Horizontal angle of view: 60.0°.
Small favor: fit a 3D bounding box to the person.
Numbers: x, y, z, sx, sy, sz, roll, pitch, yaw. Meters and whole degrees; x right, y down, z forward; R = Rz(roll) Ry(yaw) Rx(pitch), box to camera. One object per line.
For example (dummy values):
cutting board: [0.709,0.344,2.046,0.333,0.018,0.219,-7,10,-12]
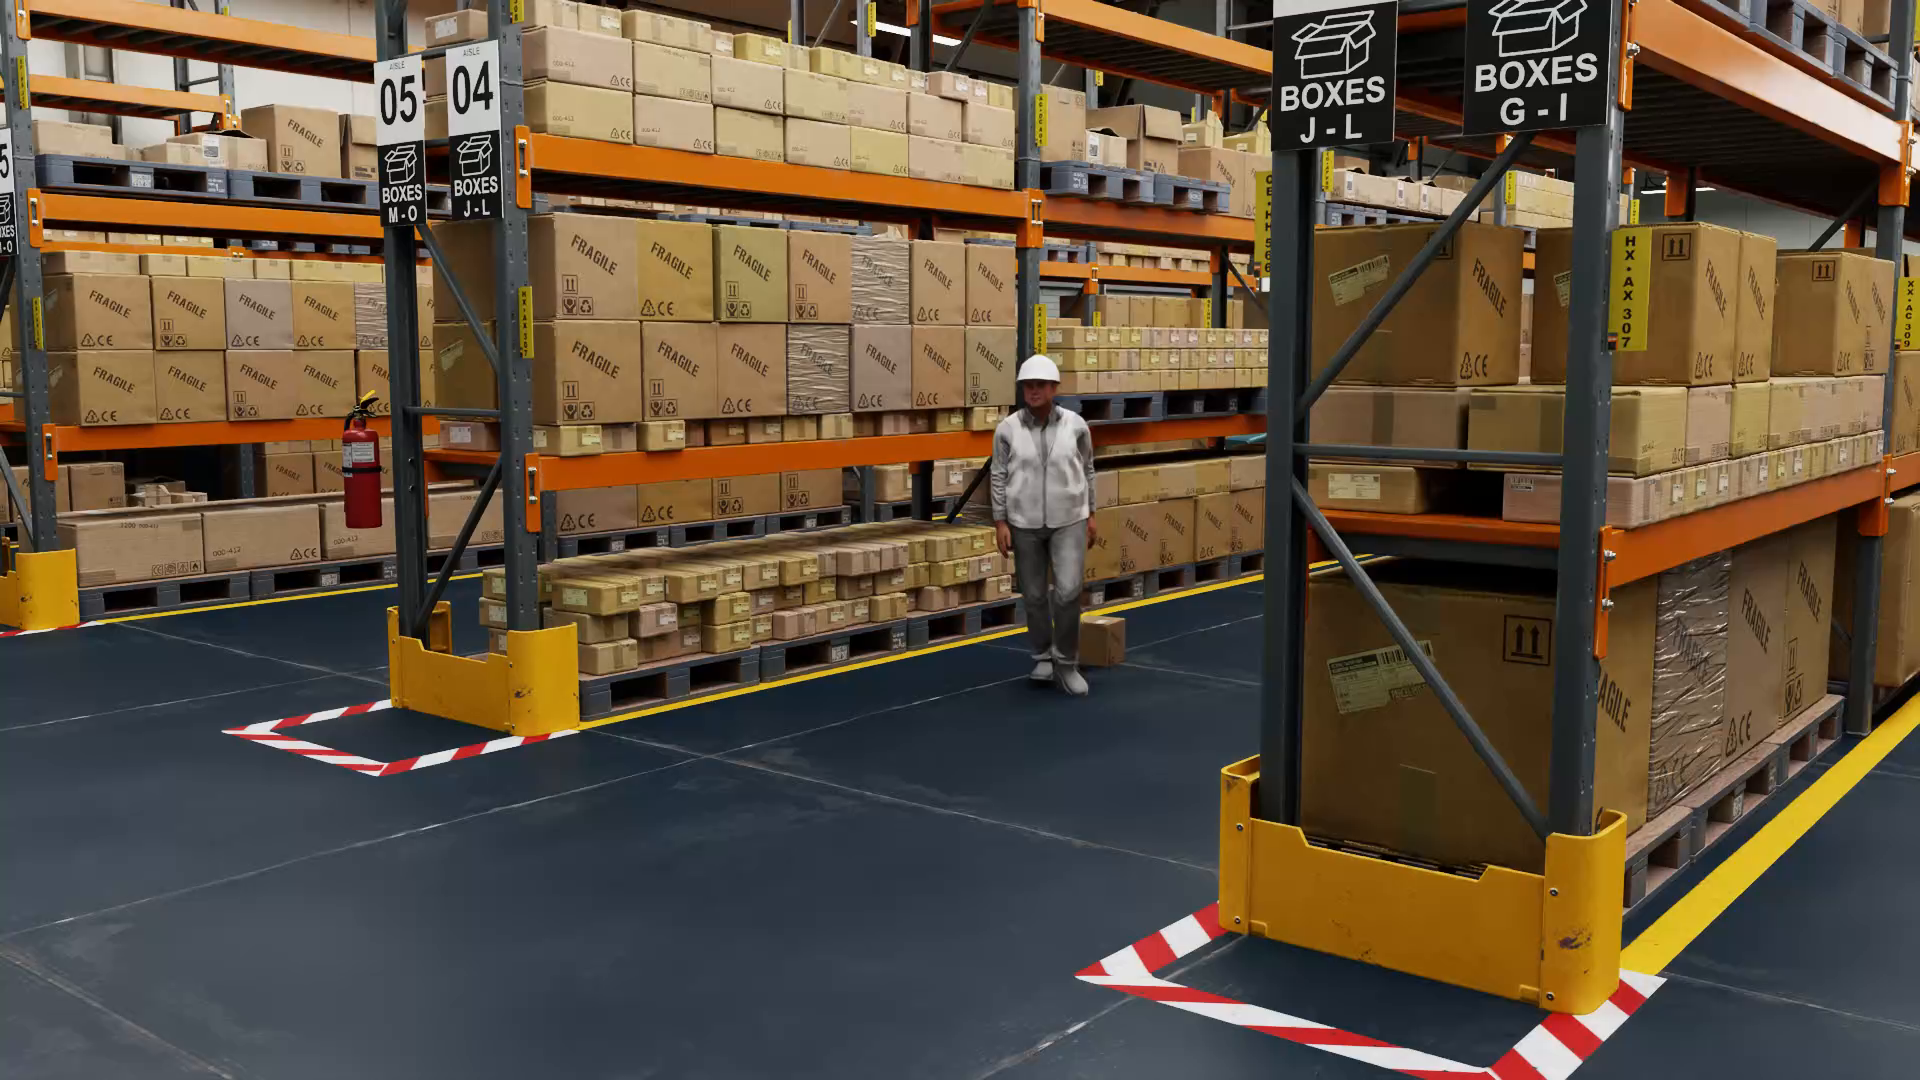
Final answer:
person: [0.444,-0.086,8.847,0.563,1.787,0.556,1,7,7]
